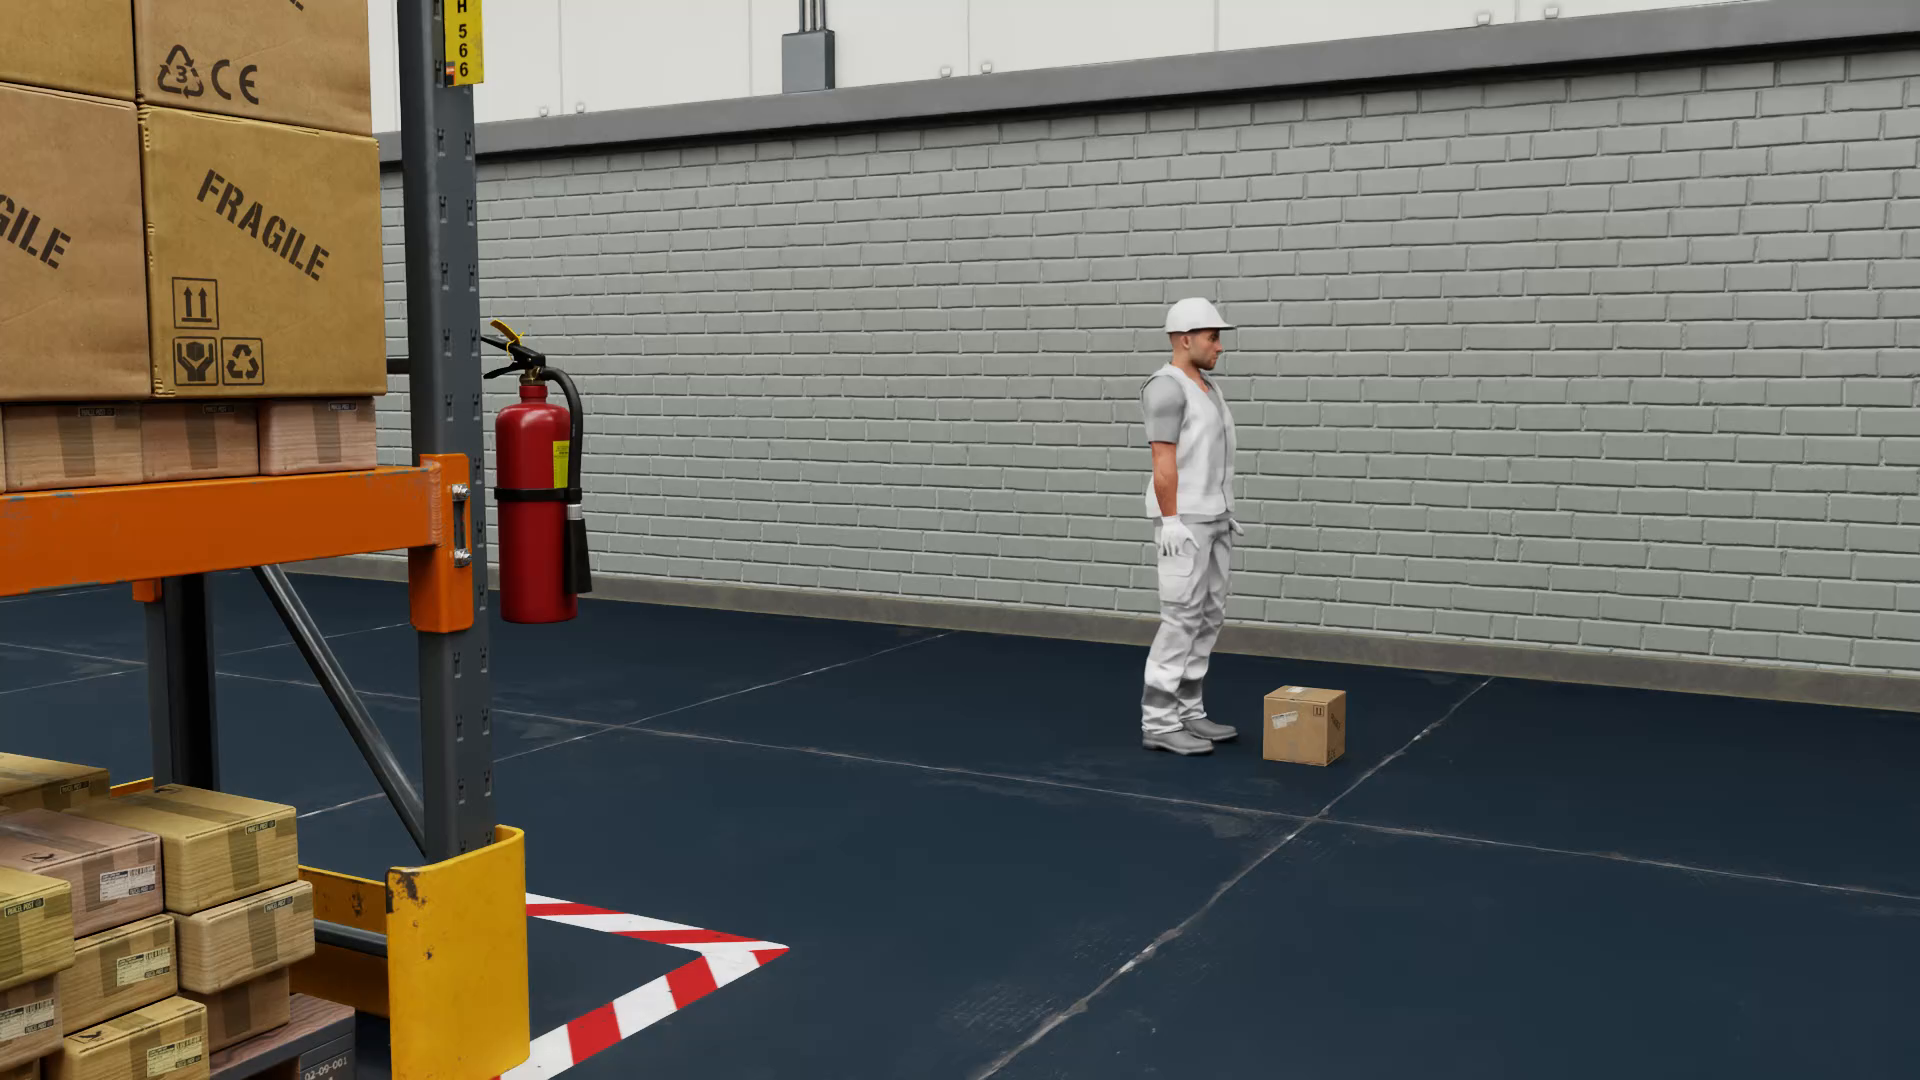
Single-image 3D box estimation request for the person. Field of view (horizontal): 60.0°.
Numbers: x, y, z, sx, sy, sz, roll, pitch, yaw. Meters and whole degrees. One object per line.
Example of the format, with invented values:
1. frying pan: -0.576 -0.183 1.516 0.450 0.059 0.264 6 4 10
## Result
1. person: 0.923 -0.067 6.633 0.338 1.784 0.526 3 7 30
